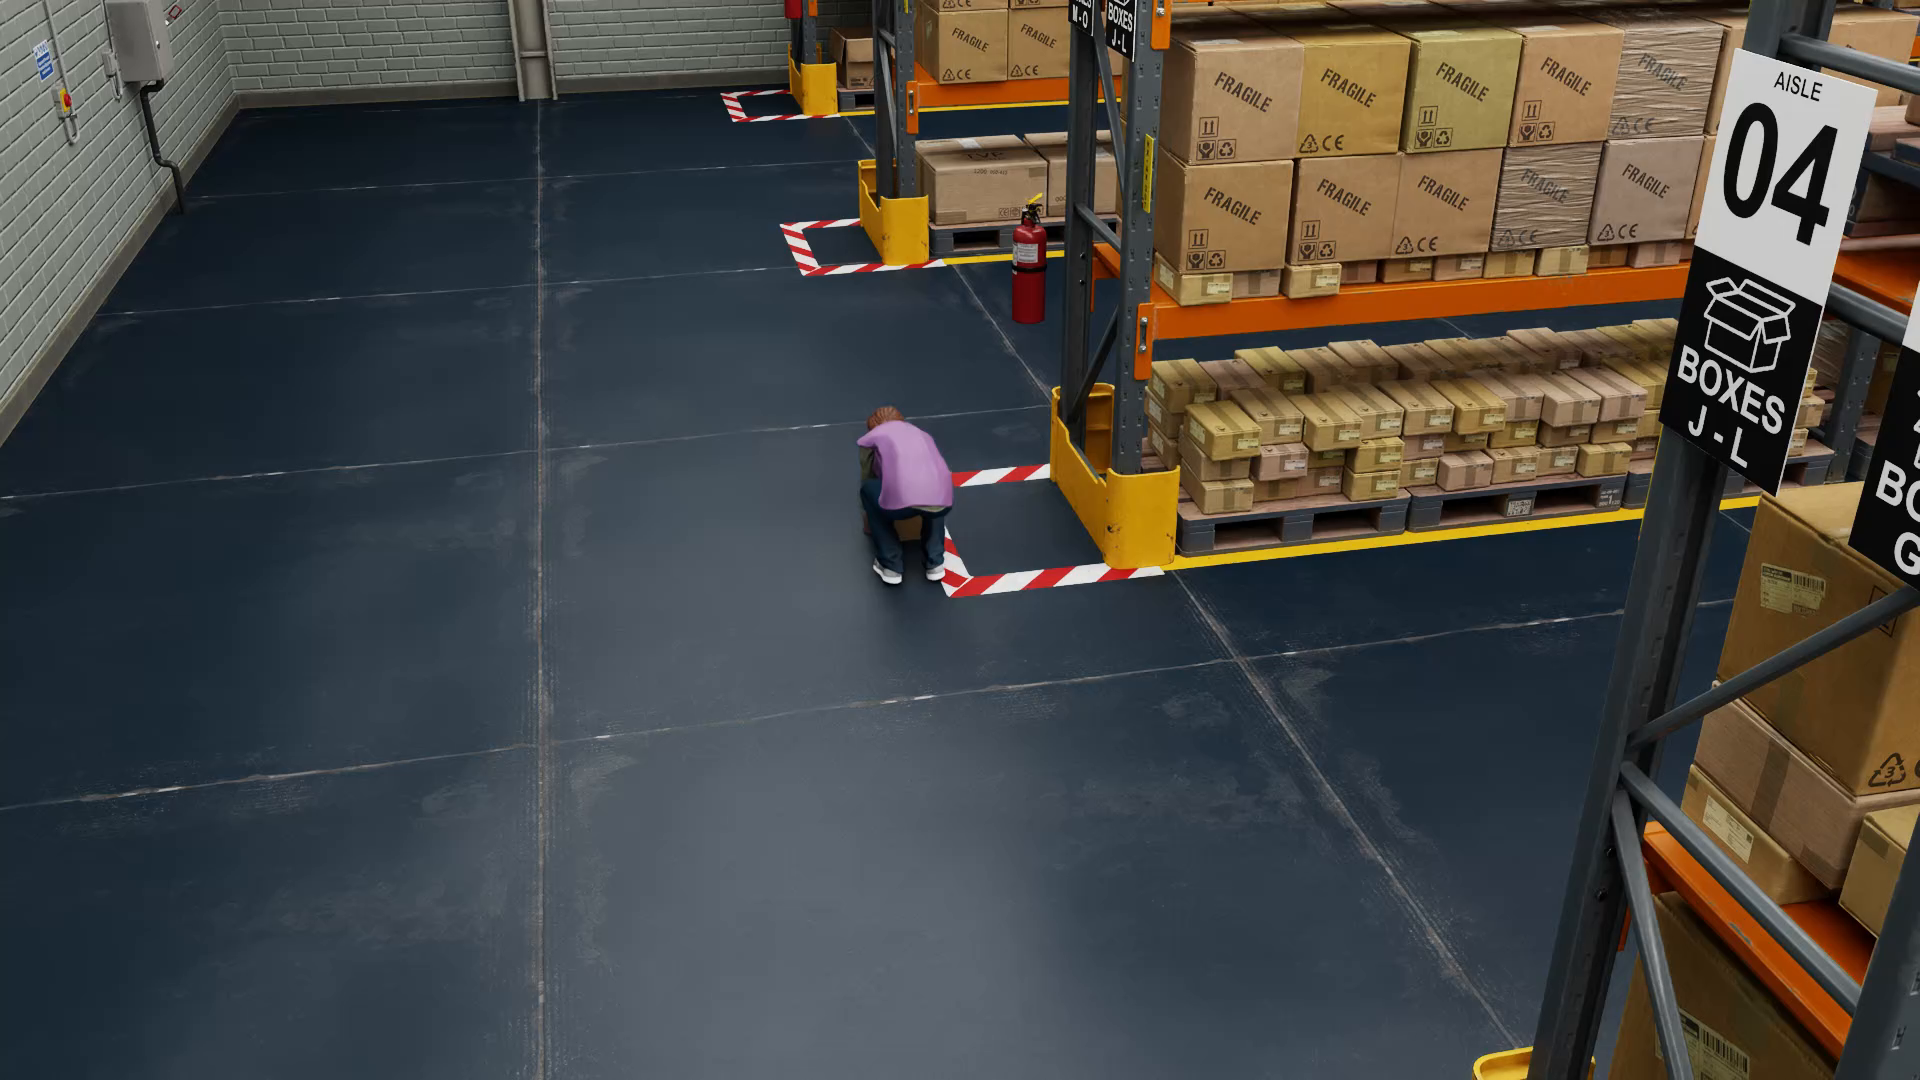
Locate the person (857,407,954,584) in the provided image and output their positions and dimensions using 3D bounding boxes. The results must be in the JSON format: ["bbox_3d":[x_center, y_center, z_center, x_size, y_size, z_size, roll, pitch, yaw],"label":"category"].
[{"bbox_3d":[-0.267,-0.202,8.044,0.419,0.712,0.868,-5,28,-10],"label":"person"}]
